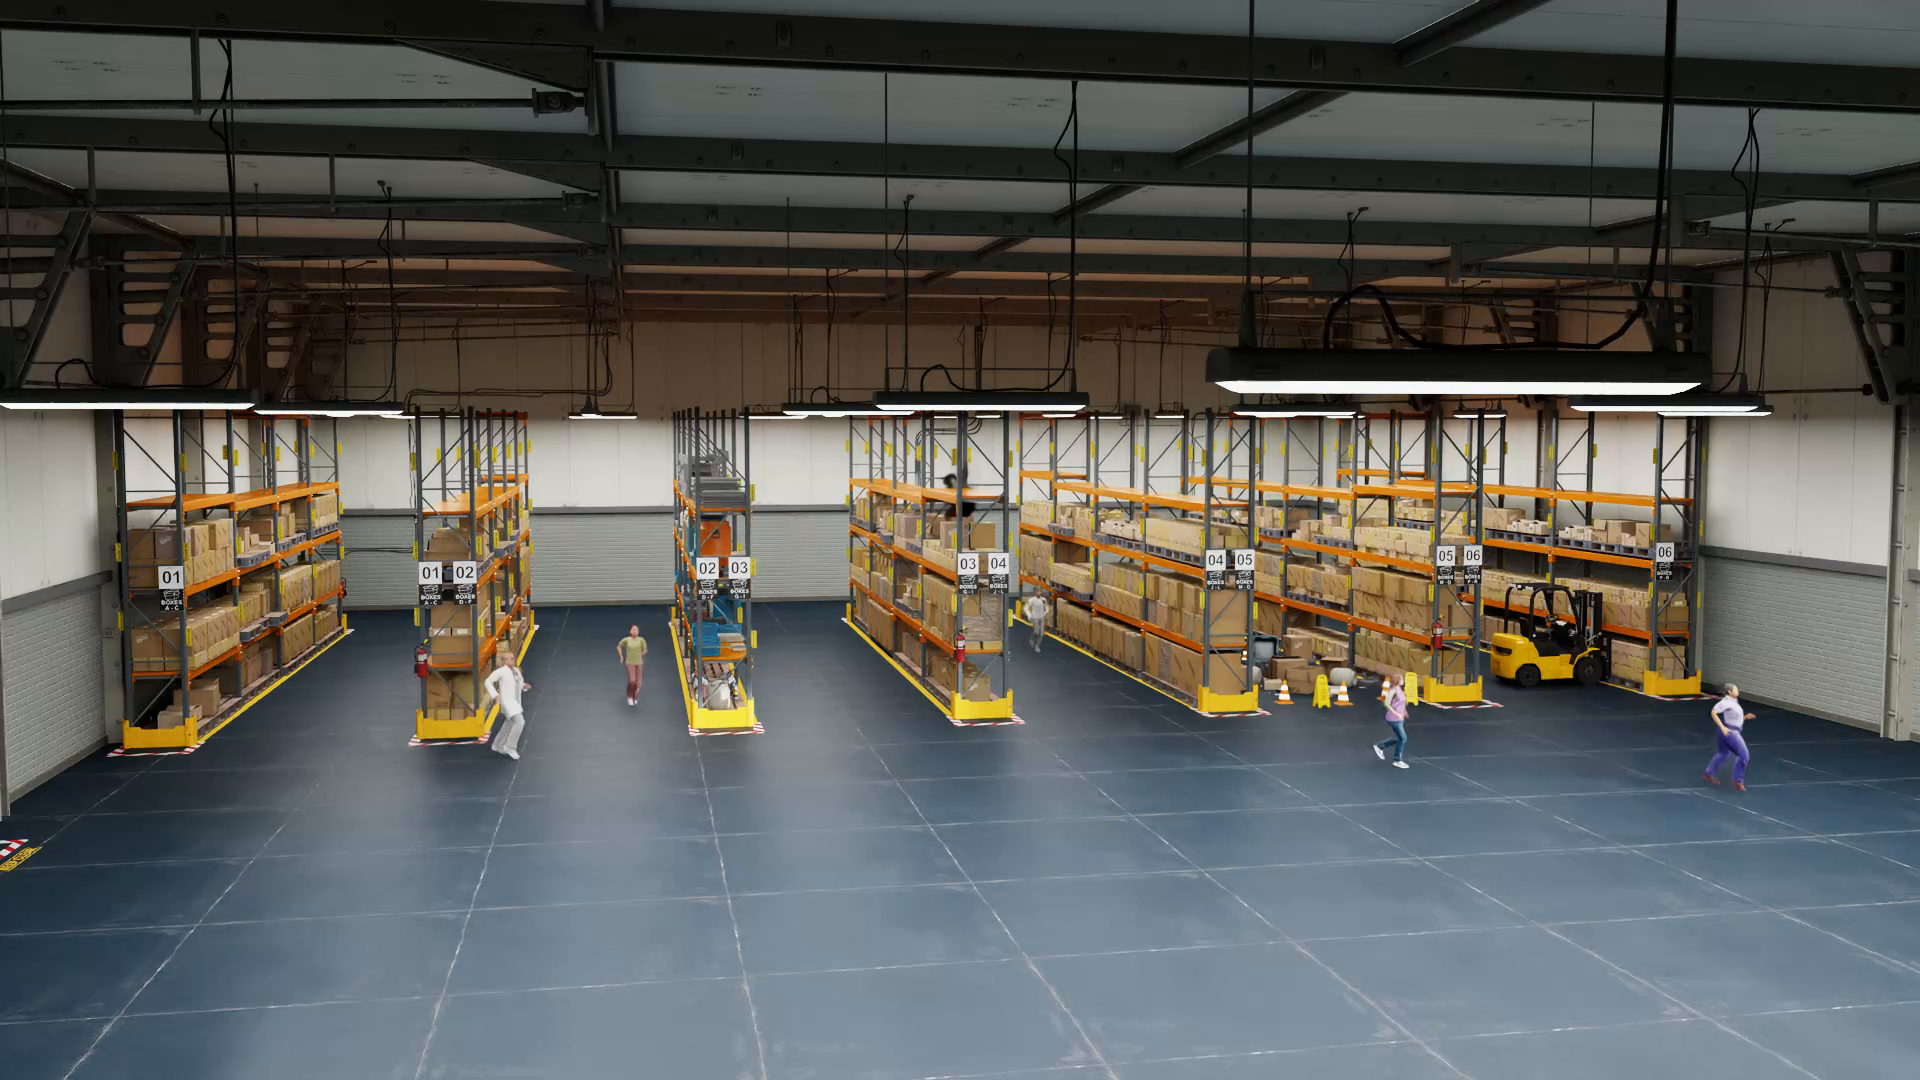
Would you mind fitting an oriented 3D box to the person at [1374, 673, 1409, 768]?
[{"bbox_3d":[7.162,2.985,27.612,0.611,1.577,0.552,2,5,28],"label":"person"}]

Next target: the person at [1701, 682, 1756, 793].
[{"bbox_3d":[11.972,3.068,25.882,0.735,1.714,0.577,2,4,25],"label":"person"}]

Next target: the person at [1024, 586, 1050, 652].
[{"bbox_3d":[1.948,1.961,41.304,0.608,1.656,0.540,-1,4,-15],"label":"person"}]

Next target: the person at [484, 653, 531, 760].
[{"bbox_3d":[-7.663,2.821,28.320,0.810,1.818,0.669,1,4,16],"label":"person"}]

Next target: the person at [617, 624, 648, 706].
[{"bbox_3d":[-6.549,2.508,33.419,0.554,1.642,0.645,-2,5,-26],"label":"person"}]
